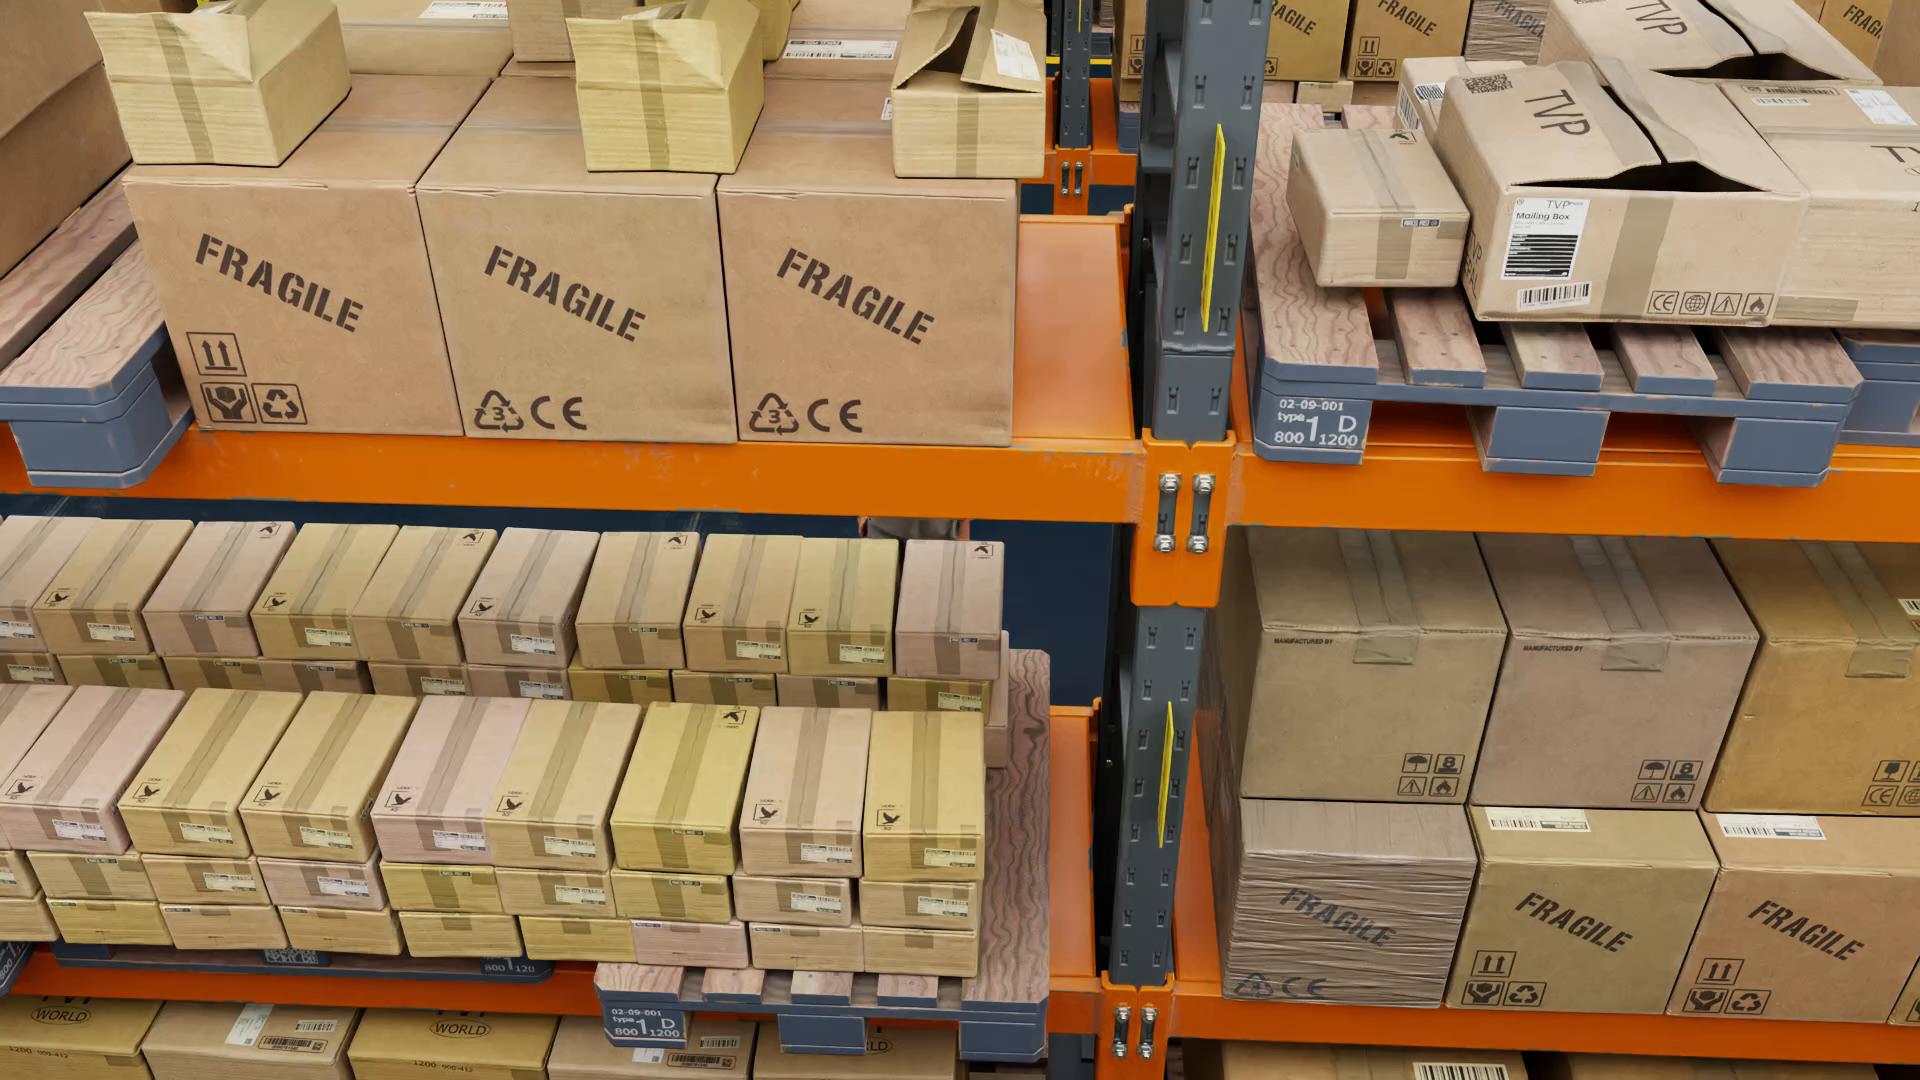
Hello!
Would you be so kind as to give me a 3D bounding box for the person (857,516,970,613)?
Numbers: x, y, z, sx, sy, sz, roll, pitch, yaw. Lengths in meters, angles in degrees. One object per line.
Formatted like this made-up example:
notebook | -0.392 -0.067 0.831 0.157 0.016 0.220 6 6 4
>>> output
person | -0.197 -0.080 6.248 0.553 1.682 0.361 19 40 24
